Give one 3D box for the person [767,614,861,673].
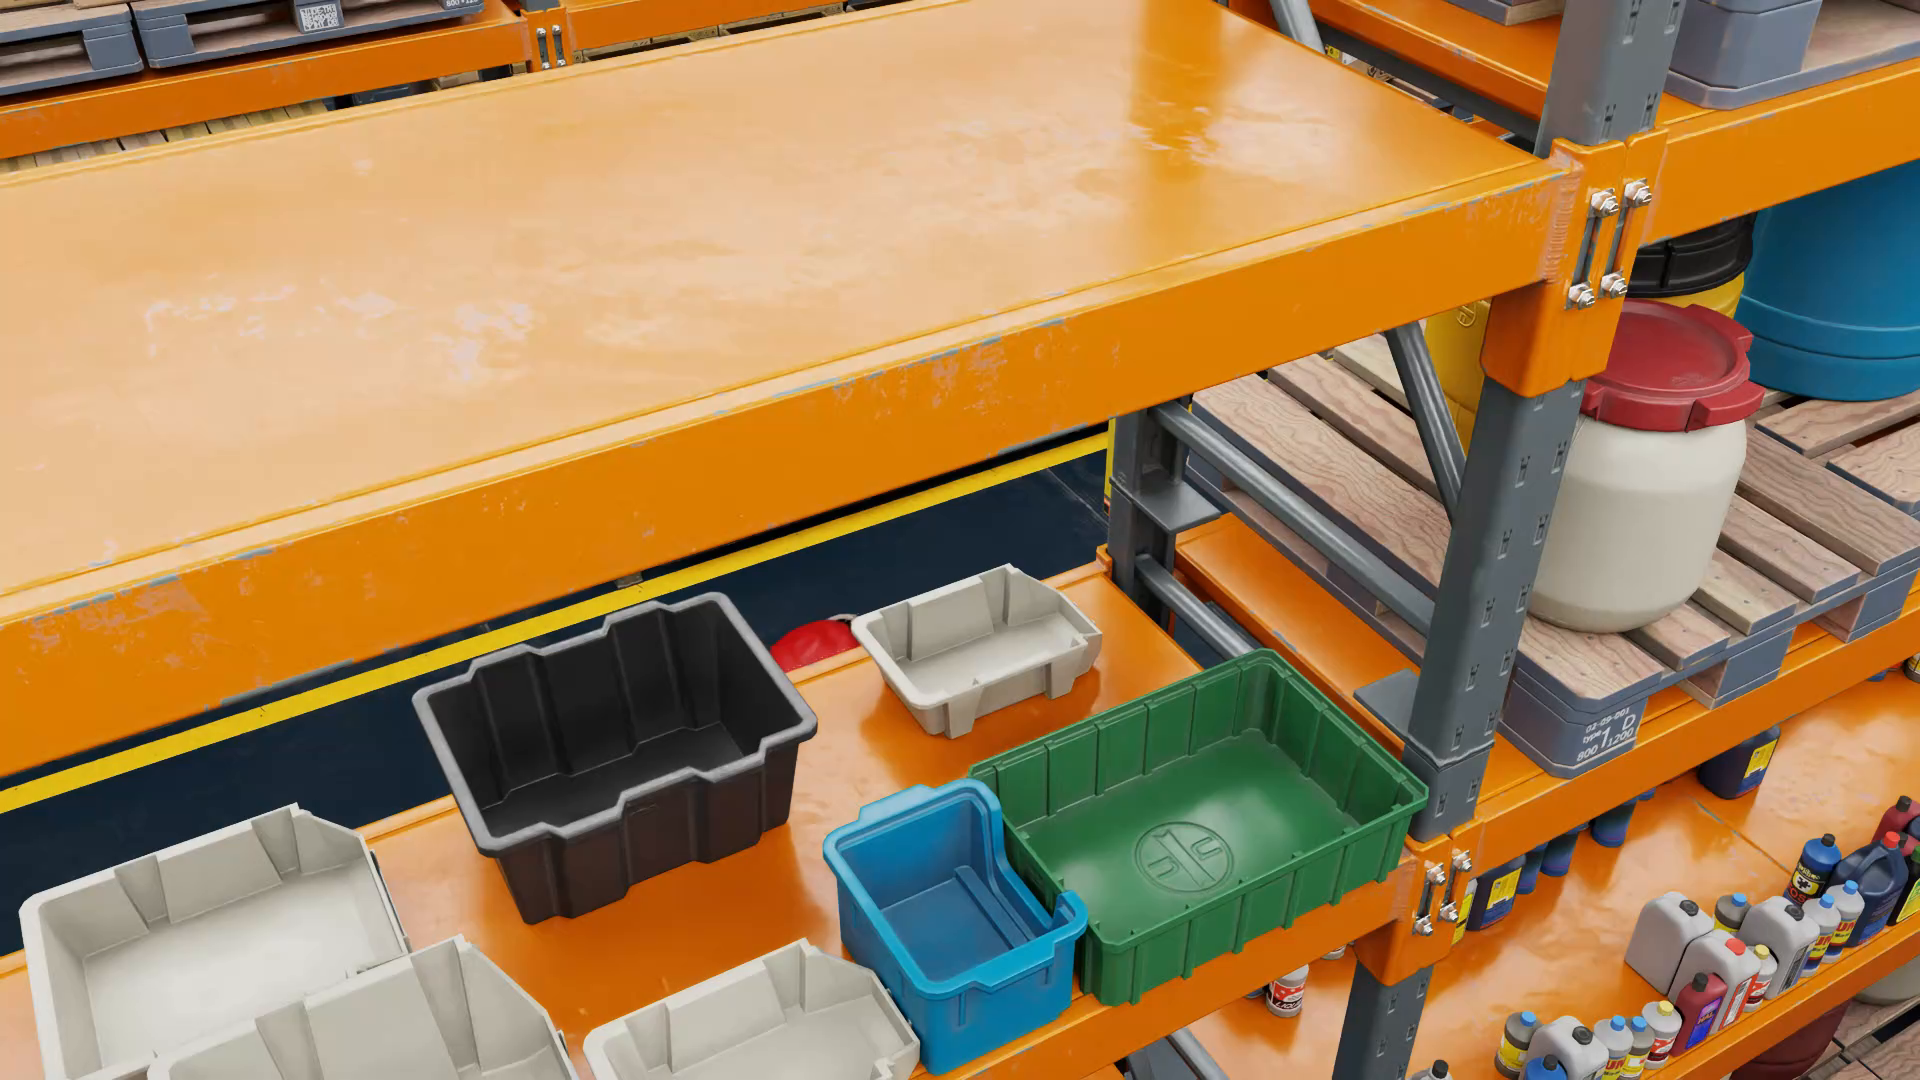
[{"bbox_3d":[-0.657,0.812,6.525,0.956,0.922,0.540,-21,41,-26],"label":"person"}]
